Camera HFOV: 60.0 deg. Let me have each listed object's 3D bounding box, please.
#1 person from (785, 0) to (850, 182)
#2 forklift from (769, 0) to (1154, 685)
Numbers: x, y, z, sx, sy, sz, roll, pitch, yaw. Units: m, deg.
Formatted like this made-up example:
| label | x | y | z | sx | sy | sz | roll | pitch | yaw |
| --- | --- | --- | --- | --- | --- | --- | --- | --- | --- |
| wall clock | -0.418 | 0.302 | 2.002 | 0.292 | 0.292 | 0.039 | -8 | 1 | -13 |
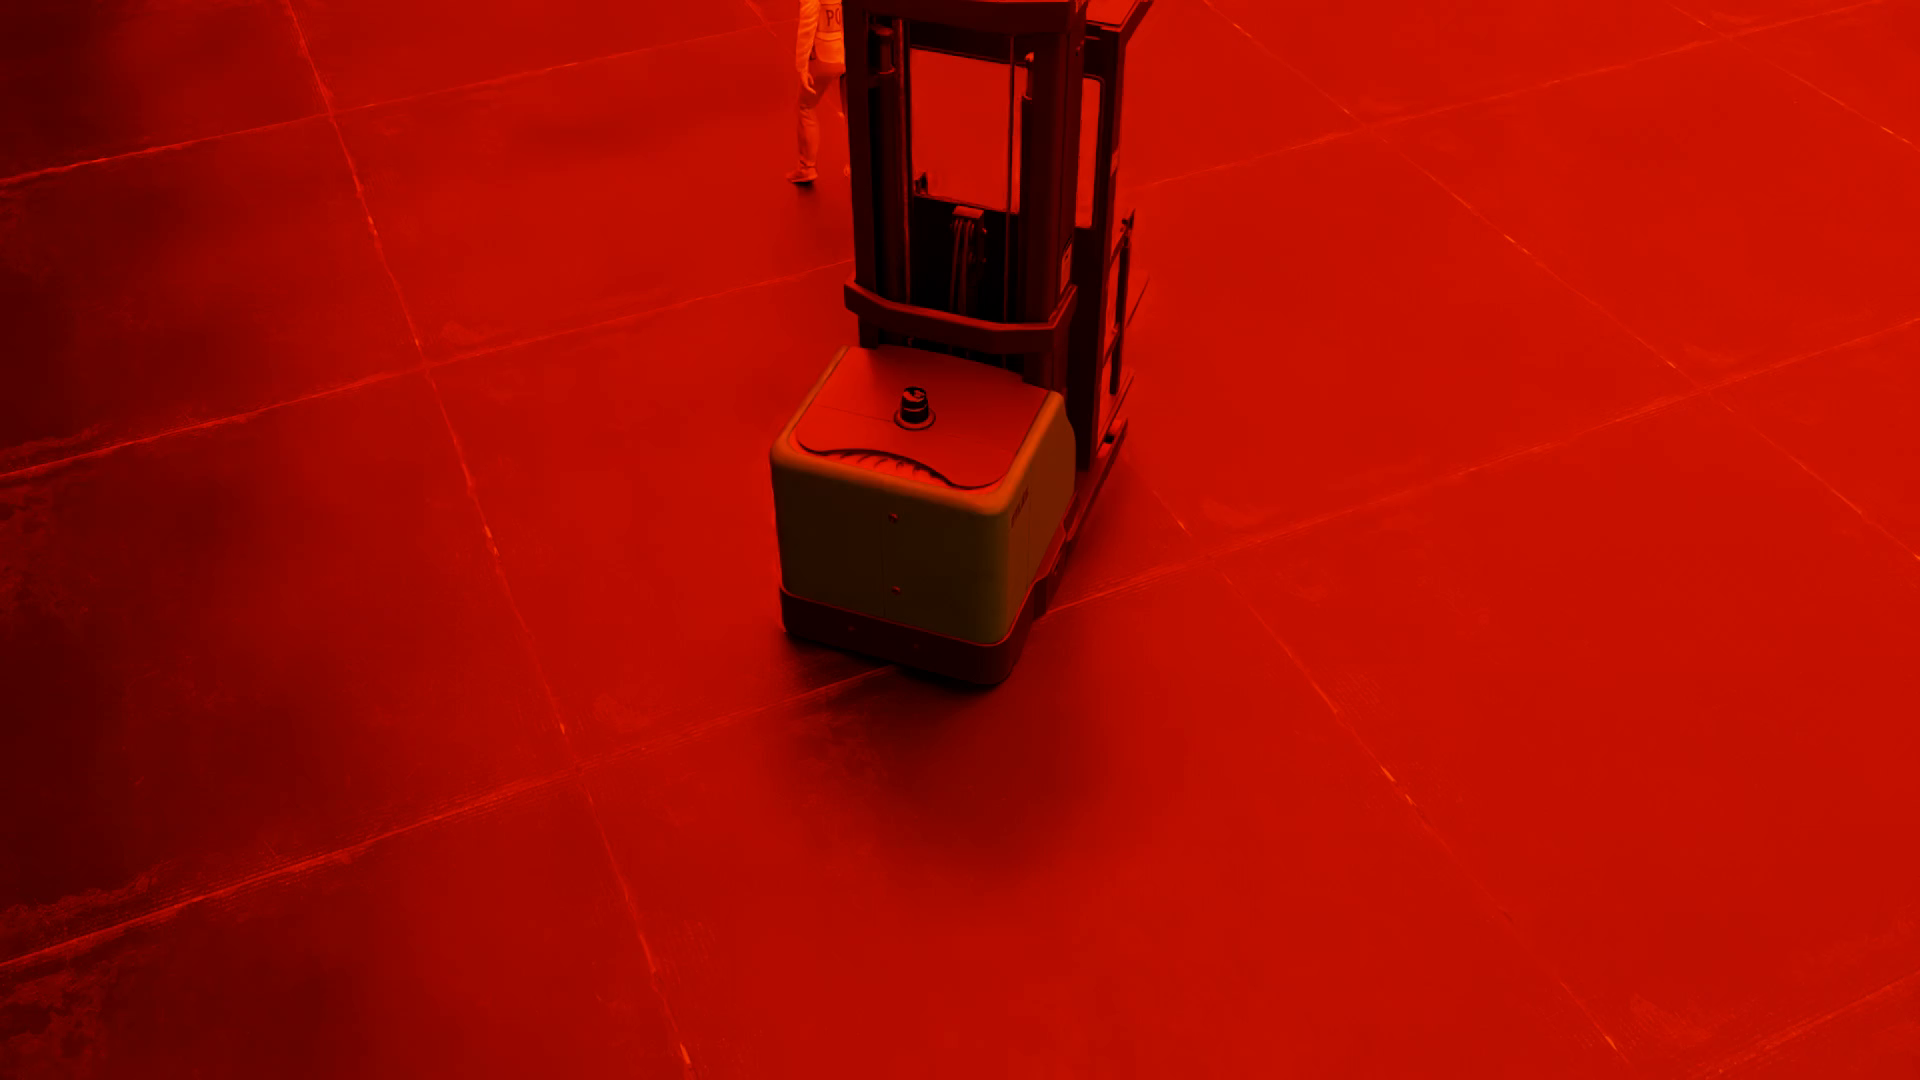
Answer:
| label | x | y | z | sx | sy | sz | roll | pitch | yaw |
| --- | --- | --- | --- | --- | --- | --- | --- | --- | --- |
| person | -0.748 | -2.819 | 9.676 | 0.579 | 1.721 | 0.498 | -25 | 48 | -24 |
| forklift | 0.195 | -1.475 | 7.261 | 1.130 | 2.935 | 3.031 | 14 | 45 | 14 |
